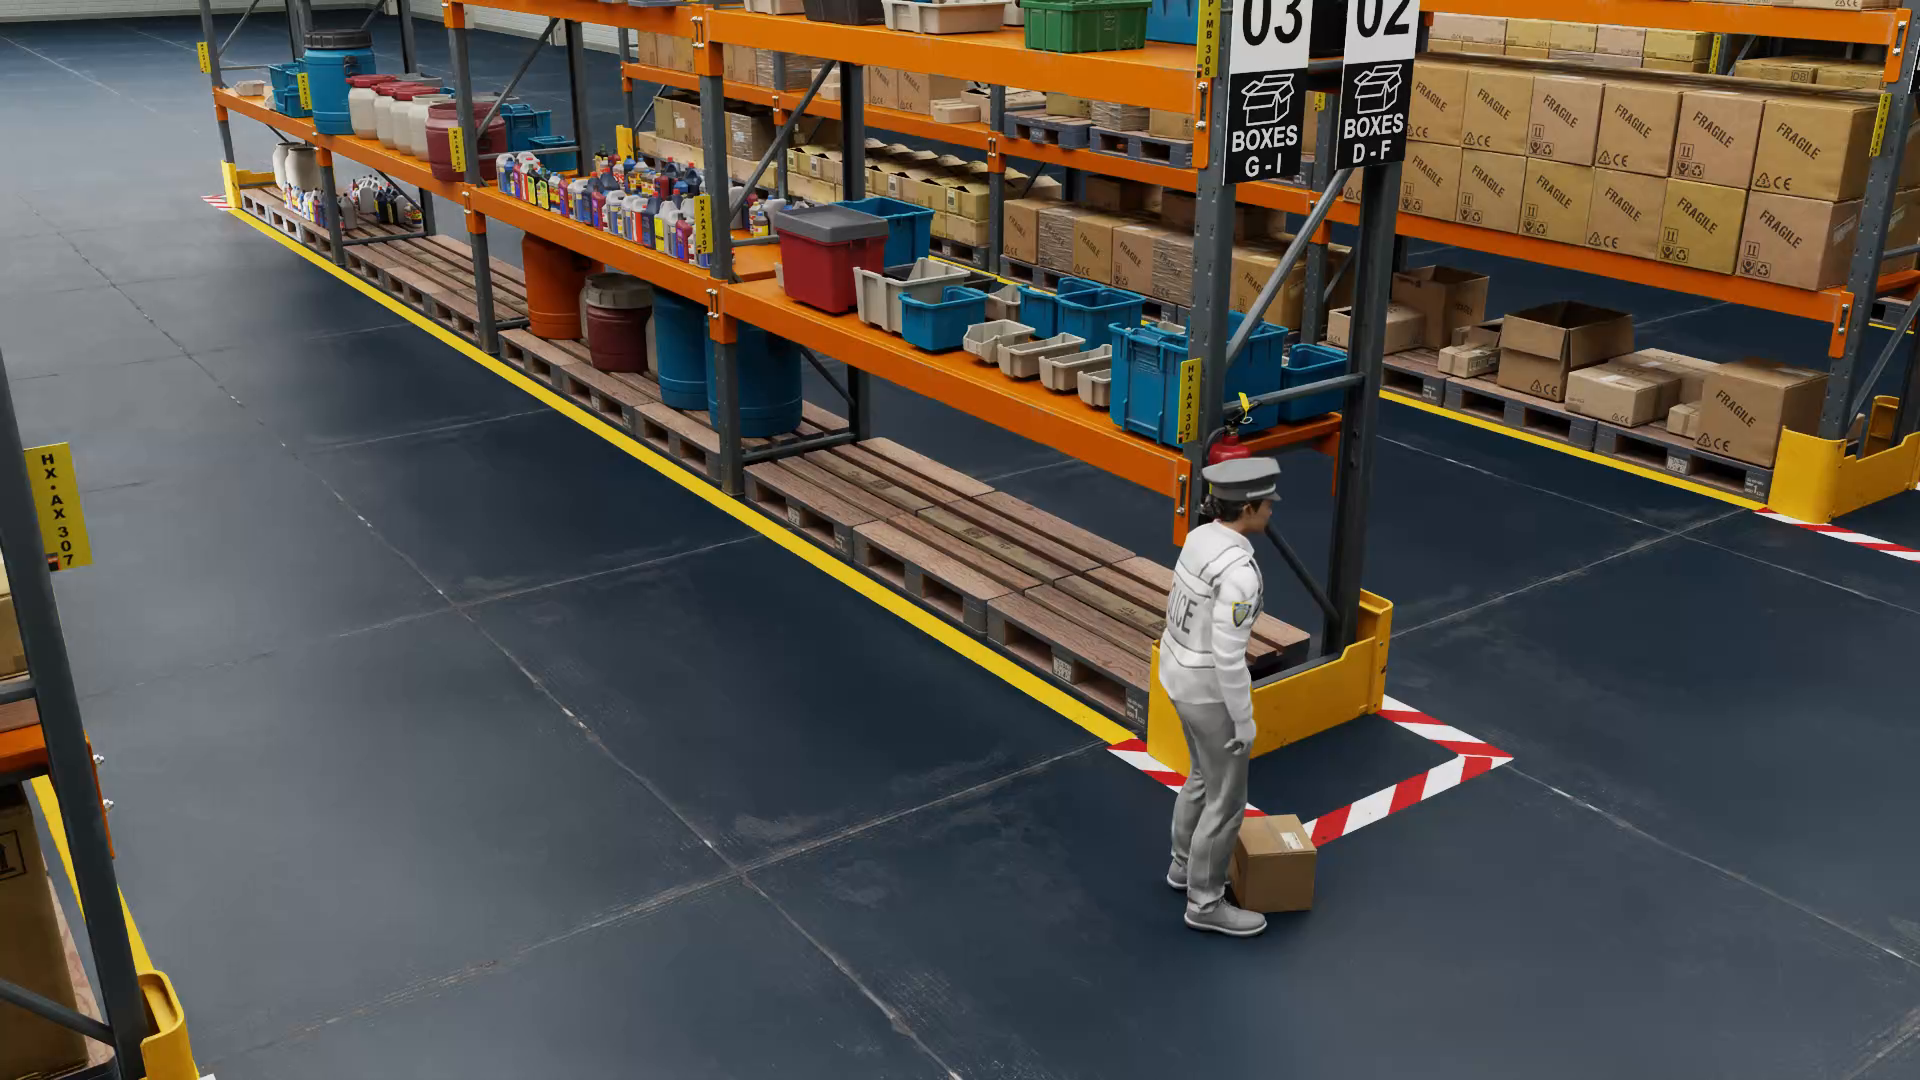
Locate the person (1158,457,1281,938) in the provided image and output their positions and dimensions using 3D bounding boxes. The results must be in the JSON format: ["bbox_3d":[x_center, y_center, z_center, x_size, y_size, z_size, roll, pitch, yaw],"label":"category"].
[{"bbox_3d":[0.884,0.526,5.746,0.375,1.662,0.541,-3,22,-8],"label":"person"}]
